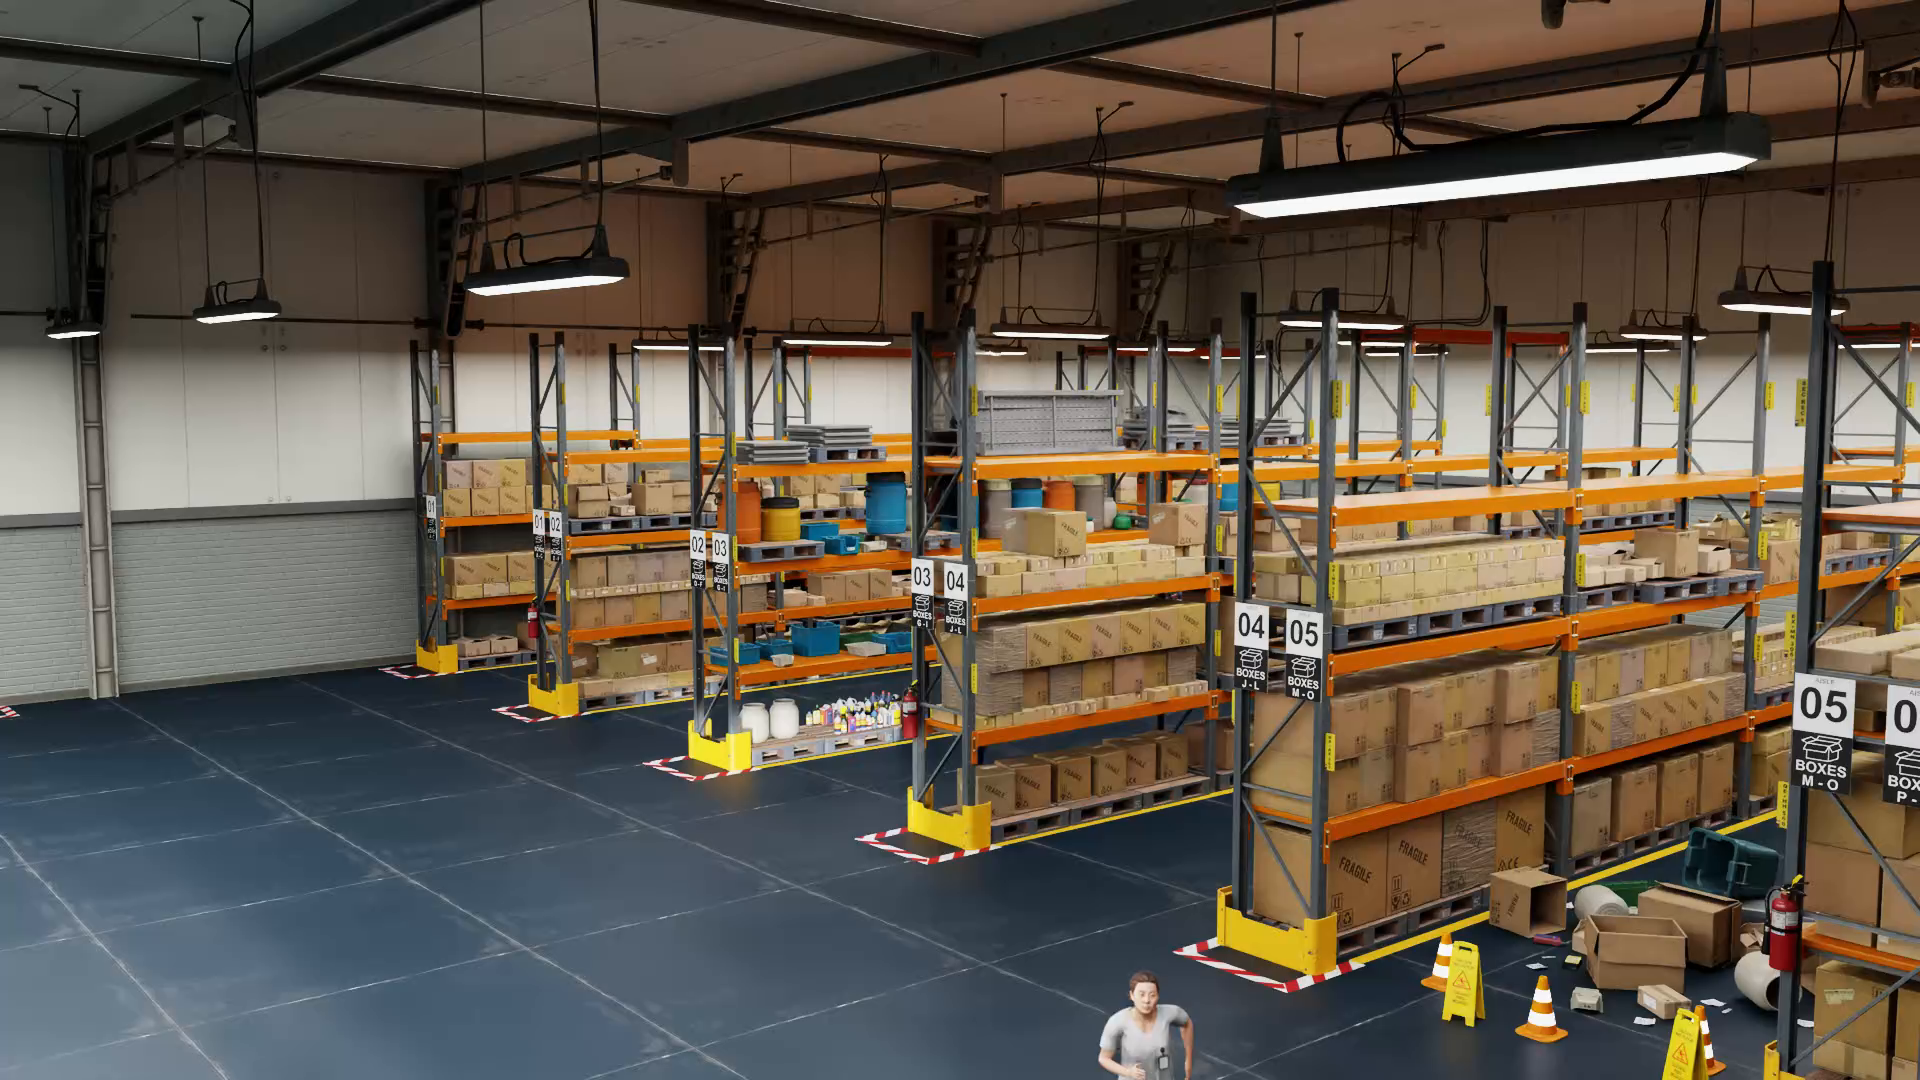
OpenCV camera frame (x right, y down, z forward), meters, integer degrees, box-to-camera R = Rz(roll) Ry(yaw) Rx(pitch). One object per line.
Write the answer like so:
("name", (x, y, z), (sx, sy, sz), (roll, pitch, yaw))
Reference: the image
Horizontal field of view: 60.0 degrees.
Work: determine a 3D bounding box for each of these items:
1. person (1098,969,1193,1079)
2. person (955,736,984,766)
("person", (1.129, 3.405, 10.129), (0.586, 1.702, 0.837), (0, 5, 2))
("person", (0.191, 2.303, 22.418), (0.615, 1.599, 0.546), (4, 7, 38))
